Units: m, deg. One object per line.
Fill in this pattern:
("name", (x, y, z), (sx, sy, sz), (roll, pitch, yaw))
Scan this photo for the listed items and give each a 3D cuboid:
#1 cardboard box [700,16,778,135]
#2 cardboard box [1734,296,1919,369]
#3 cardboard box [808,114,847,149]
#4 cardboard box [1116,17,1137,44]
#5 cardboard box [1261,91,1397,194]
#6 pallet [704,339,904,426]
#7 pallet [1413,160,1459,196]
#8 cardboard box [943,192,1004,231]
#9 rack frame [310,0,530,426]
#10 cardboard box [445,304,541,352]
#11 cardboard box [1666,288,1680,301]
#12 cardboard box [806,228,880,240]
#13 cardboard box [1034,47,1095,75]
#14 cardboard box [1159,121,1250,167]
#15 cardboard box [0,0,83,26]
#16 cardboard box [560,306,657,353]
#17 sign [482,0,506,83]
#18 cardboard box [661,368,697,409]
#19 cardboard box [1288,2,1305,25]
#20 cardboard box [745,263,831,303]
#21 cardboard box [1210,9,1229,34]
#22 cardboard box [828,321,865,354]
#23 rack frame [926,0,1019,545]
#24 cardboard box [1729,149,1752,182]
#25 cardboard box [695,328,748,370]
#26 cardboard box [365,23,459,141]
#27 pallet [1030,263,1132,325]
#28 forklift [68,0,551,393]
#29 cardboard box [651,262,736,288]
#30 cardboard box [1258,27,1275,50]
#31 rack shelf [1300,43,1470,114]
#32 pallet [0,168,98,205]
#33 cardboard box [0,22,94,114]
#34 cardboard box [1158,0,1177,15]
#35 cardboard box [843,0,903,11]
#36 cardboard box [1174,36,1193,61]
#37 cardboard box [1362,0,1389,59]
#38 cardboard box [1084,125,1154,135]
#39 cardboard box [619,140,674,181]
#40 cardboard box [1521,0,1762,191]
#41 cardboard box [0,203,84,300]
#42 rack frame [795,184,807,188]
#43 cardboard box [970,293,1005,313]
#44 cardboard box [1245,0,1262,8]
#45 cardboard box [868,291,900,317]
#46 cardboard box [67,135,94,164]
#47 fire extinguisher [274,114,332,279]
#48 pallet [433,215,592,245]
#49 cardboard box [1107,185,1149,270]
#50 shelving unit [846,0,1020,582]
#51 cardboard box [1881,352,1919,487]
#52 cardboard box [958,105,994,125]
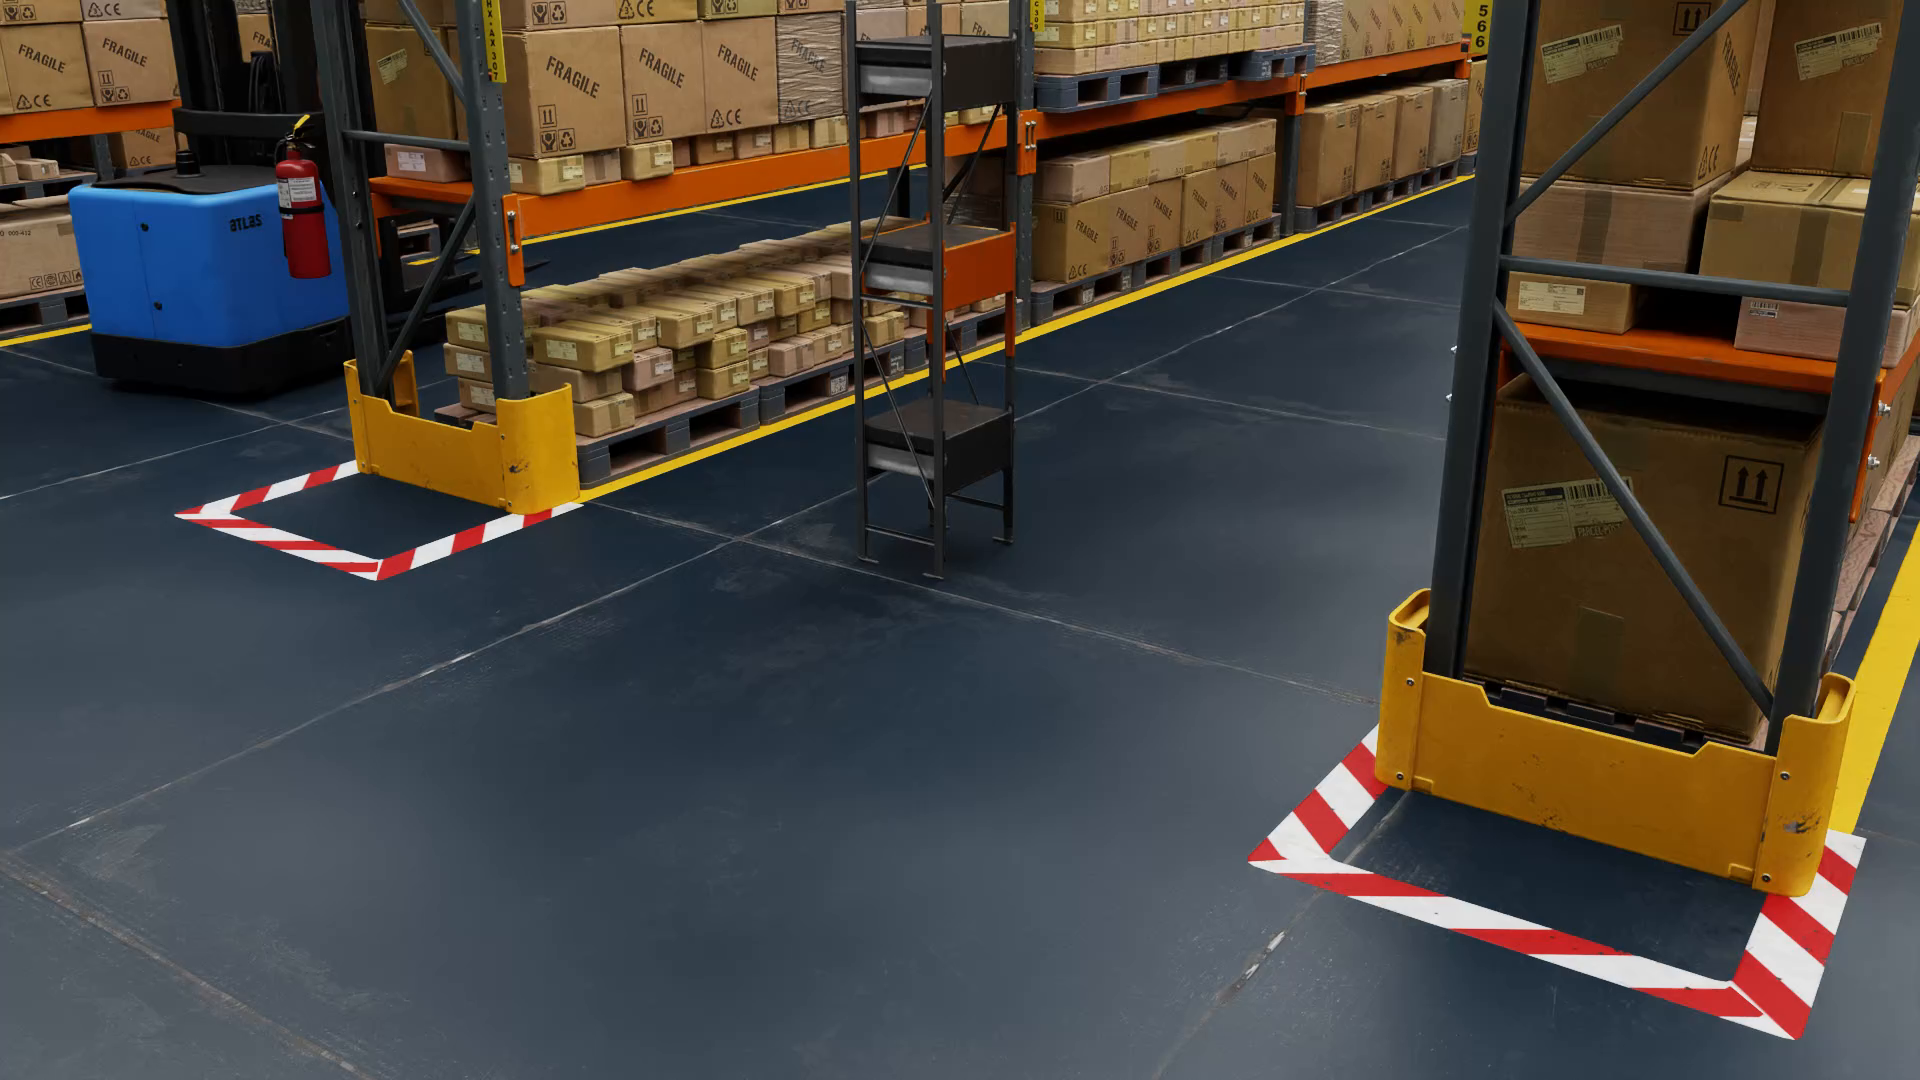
("cardboard box", (-1.213, -2.202, 7.822), (0.500, 0.500, 0.500), (14, 24, 33))
("cardboard box", (2.258, -0.568, 4.338), (0.380, 0.149, 0.250), (14, 24, 32))
("cardboard box", (-0.797, -2.084, 8.437), (0.380, 0.149, 0.250), (14, 24, 33))
("cardboard box", (0.880, -3.183, 10.374), (0.380, 0.149, 0.250), (14, 24, 33))
("cardboard box", (3.143, -3.490, 14.514), (1.050, 0.750, 0.750), (14, 24, 33))
("pallet", (-1.044, -0.933, 8.983), (1.003, 0.211, 1.213), (13, 24, 32))
("pallet", (4.115, -3.543, 16.040), (1.003, 0.211, 1.213), (13, 24, 32))
("cardboard box", (0.197, -2.078, 11.057), (0.500, 0.500, 0.500), (13, 24, 31))
("rack frame", (-2.259, -1.644, 6.886), (1.000, 3.000, 0.127), (13, 24, 32))
("cardboard box", (-2.171, -0.984, 7.749), (0.380, 0.149, 0.250), (14, 24, 32))
("cardboard box", (2.001, -0.844, 5.084), (0.380, 0.149, 0.250), (13, 24, 32))
("cardboard box", (-0.681, -1.723, 9.745), (0.380, 0.149, 0.250), (13, 24, 31))
("cardboard box", (0.591, -2.894, 10.023), (0.380, 0.149, 0.250), (12, 23, 29))
("cardboard box", (1.795, -2.922, 12.256), (0.500, 0.250, 0.500), (14, 24, 33))
("cardboard box", (-5.620, -3.328, 9.854), (0.500, 0.500, 0.500), (13, 24, 30))
("cardboard box", (-1.628, -0.970, 7.709), (0.380, 0.149, 0.250), (14, 24, 33))
("sign", (-1.811, -1.944, 6.450), (0.100, 0.325, 0.005), (13, 24, 32))
("cardboard box", (-1.487, -0.756, 7.988), (0.380, 0.149, 0.250), (14, 24, 32))
("cardboard box", (2.337, -3.928, 12.388), (0.380, 0.149, 0.250), (14, 24, 33))
("cardboard box", (-0.898, -1.339, 8.709), (0.380, 0.149, 0.250), (13, 24, 32))
("cardboard box", (1.613, -3.557, 11.386), (0.380, 0.149, 0.250), (14, 24, 33))
("cardboard box", (-0.734, -1.114, 8.957), (0.380, 0.149, 0.250), (14, 24, 33))
("rack frame", (0.044, -1.007, 6.462), (0.400, 2.100, 0.015), (13, 24, 32))
("cardboard box", (2.124, -1.053, 5.076), (0.500, 0.250, 0.500), (13, 24, 31))
("cardboard box", (-1.254, -0.951, 8.088), (0.380, 0.149, 0.250), (14, 25, 33))
("cardboard box", (-2.220, -2.010, 7.302), (0.500, 0.500, 0.500), (14, 24, 33))
("pallet", (0.426, -1.708, 11.078), (1.003, 0.211, 1.213), (13, 24, 32))
("forklift", (-3.639, -2.613, 9.603), (1.130, 2.935, 3.031), (8, 22, 21))
("cardboard box", (-1.399, -1.348, 8.733), (0.380, 0.149, 0.250), (12, 24, 30))
("cardboard box", (2.055, -3.643, 12.046), (0.380, 0.149, 0.250), (14, 24, 33))
("rack shelf", (3.362, -4.176, 14.768), (1.077, 0.370, 4.000), (13, 24, 32))
("pallet", (-8.656, -3.190, 15.086), (1.003, 0.211, 1.213), (13, 24, 32))
("cardboard box", (-5.642, -2.860, 10.028), (0.500, 0.500, 0.500), (13, 24, 31))
("cardboard box", (1.175, -3.472, 10.728), (0.380, 0.149, 0.250), (13, 24, 31))
("cardboard box", (-0.637, -2.966, 8.446), (0.500, 0.500, 0.500), (14, 24, 33))
("cardboard box", (1.321, -3.270, 11.039), (0.380, 0.149, 0.250), (13, 24, 31))
("cardboard box", (3.281, -4.354, 14.067), (0.500, 0.500, 0.500), (13, 24, 32))
("cardboard box", (1.076, -2.880, 12.145), (0.500, 0.250, 0.500), (13, 24, 32))
("cardboard box", (-1.502, -1.703, 7.408), (0.380, 0.149, 0.250), (12, 24, 30))
("cardboard box", (1.842, -1.260, 4.554), (0.500, 0.500, 0.500), (14, 24, 32))
("cardboard box", (-6.122, -1.785, 10.354), (0.875, 0.438, 0.875), (12, 24, 30))
("rack frame", (-1.913, -4.876, 15.623), (1.000, 3.000, 0.127), (13, 24, 32))
("cardboard box", (0.050, -1.473, 9.927), (0.380, 0.149, 0.250), (14, 24, 32))
("cardboard box", (1.904, -3.844, 11.732), (0.380, 0.149, 0.250), (14, 25, 33))
("cardboard box", (-0.552, -1.349, 9.163), (0.380, 0.149, 0.250), (14, 24, 33))
("cardboard box", (-8.237, -3.918, 16.032), (0.500, 0.500, 0.500), (13, 24, 32))
("fire extinguisher", (-2.783, -1.451, 7.012), (0.296, 0.674, 0.183), (13, 24, 32))
("pallet", (-3.790, -2.657, 13.643), (1.003, 0.211, 1.213), (13, 24, 32))
("cardboard box", (0.920, -2.129, 11.194), (0.500, 0.500, 0.500), (15, 25, 34))
("shelving unit", (-0.093, -0.937, 6.272), (0.431, 2.100, 0.503), (13, 24, 32))
("cardboard box", (3.597, -0.822, 7.122), (0.875, 0.875, 0.875), (13, 24, 32))
("cardboard box", (-0.033, -2.451, 9.430), (0.380, 0.149, 0.250), (13, 24, 30))
